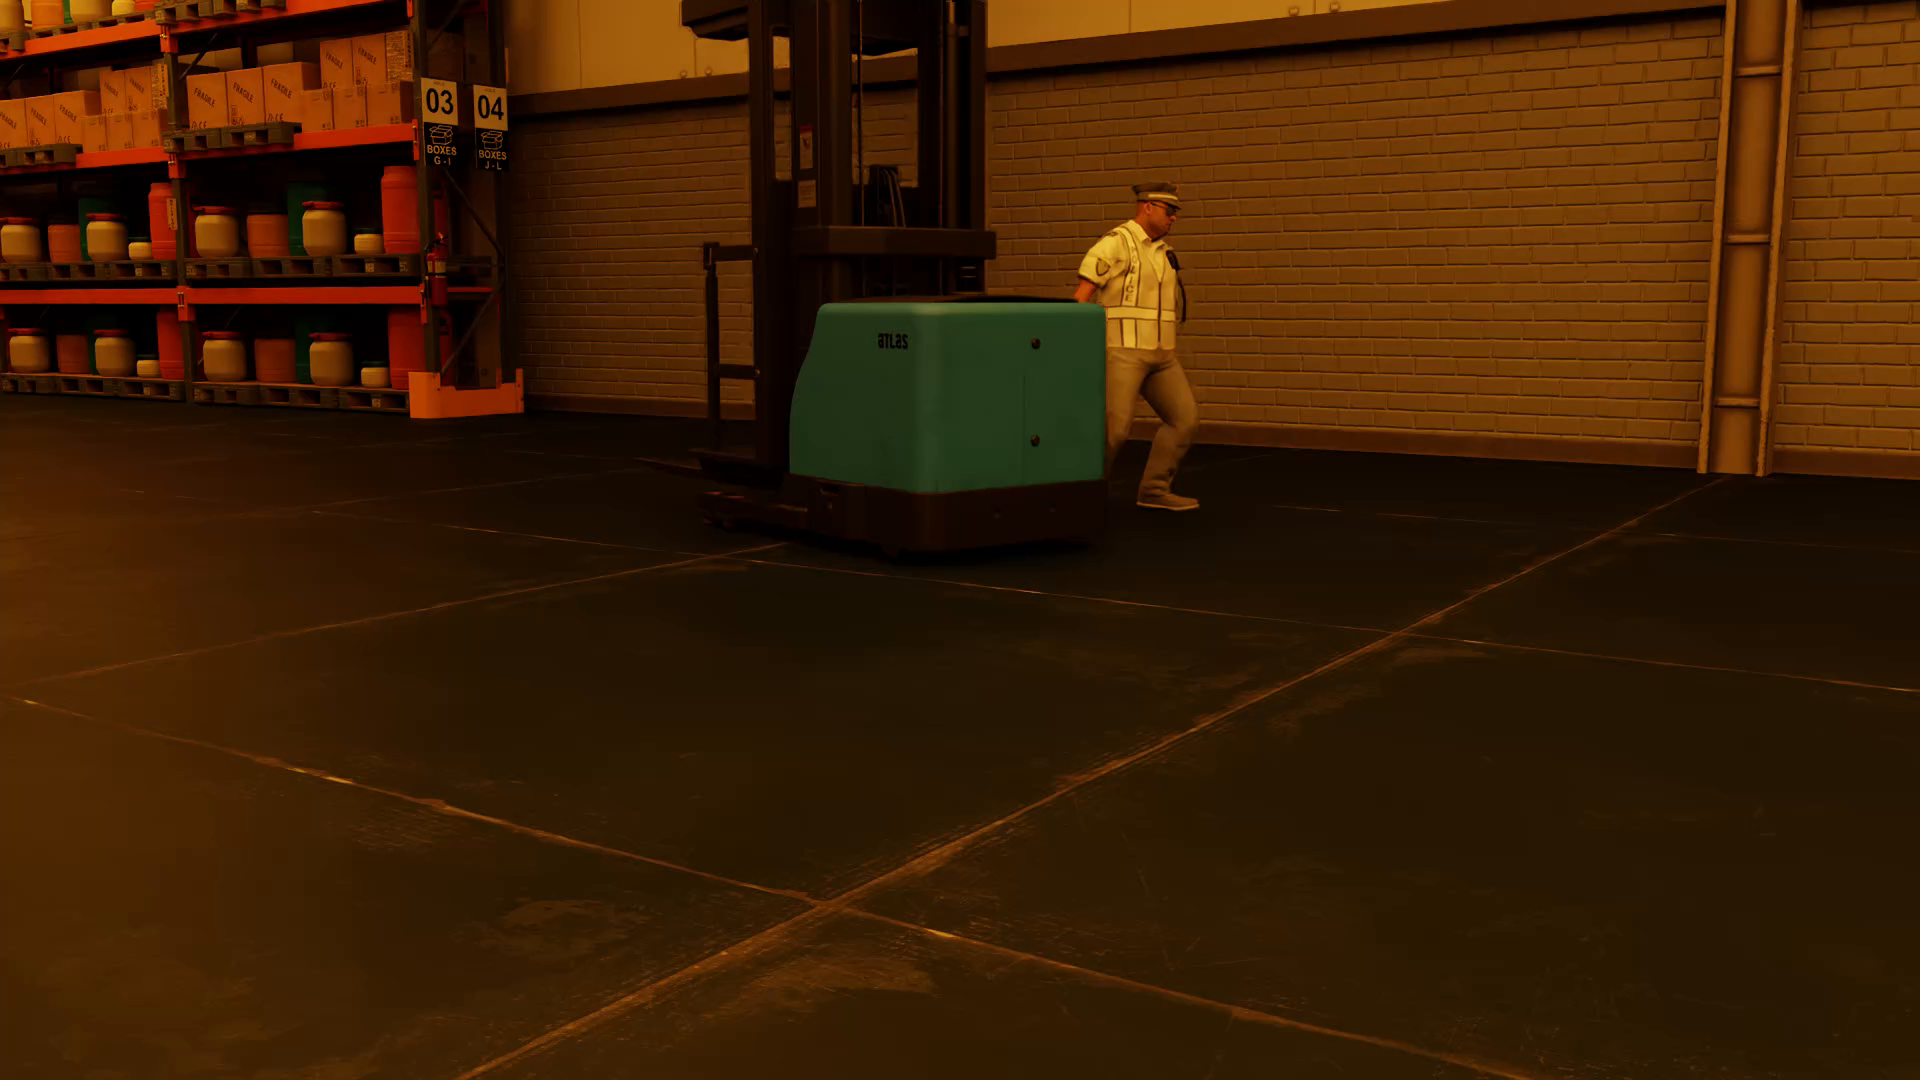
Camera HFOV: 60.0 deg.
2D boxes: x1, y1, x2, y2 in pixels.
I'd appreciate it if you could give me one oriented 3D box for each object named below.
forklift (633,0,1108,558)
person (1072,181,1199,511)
[{"bbox_3d":[-0.636,-1.540,8.021,1.130,2.935,3.031,-6,10,-37],"label":"forklift"},{"bbox_3d":[0.828,-0.941,8.451,0.886,1.731,0.502,-6,10,-37],"label":"person"}]
